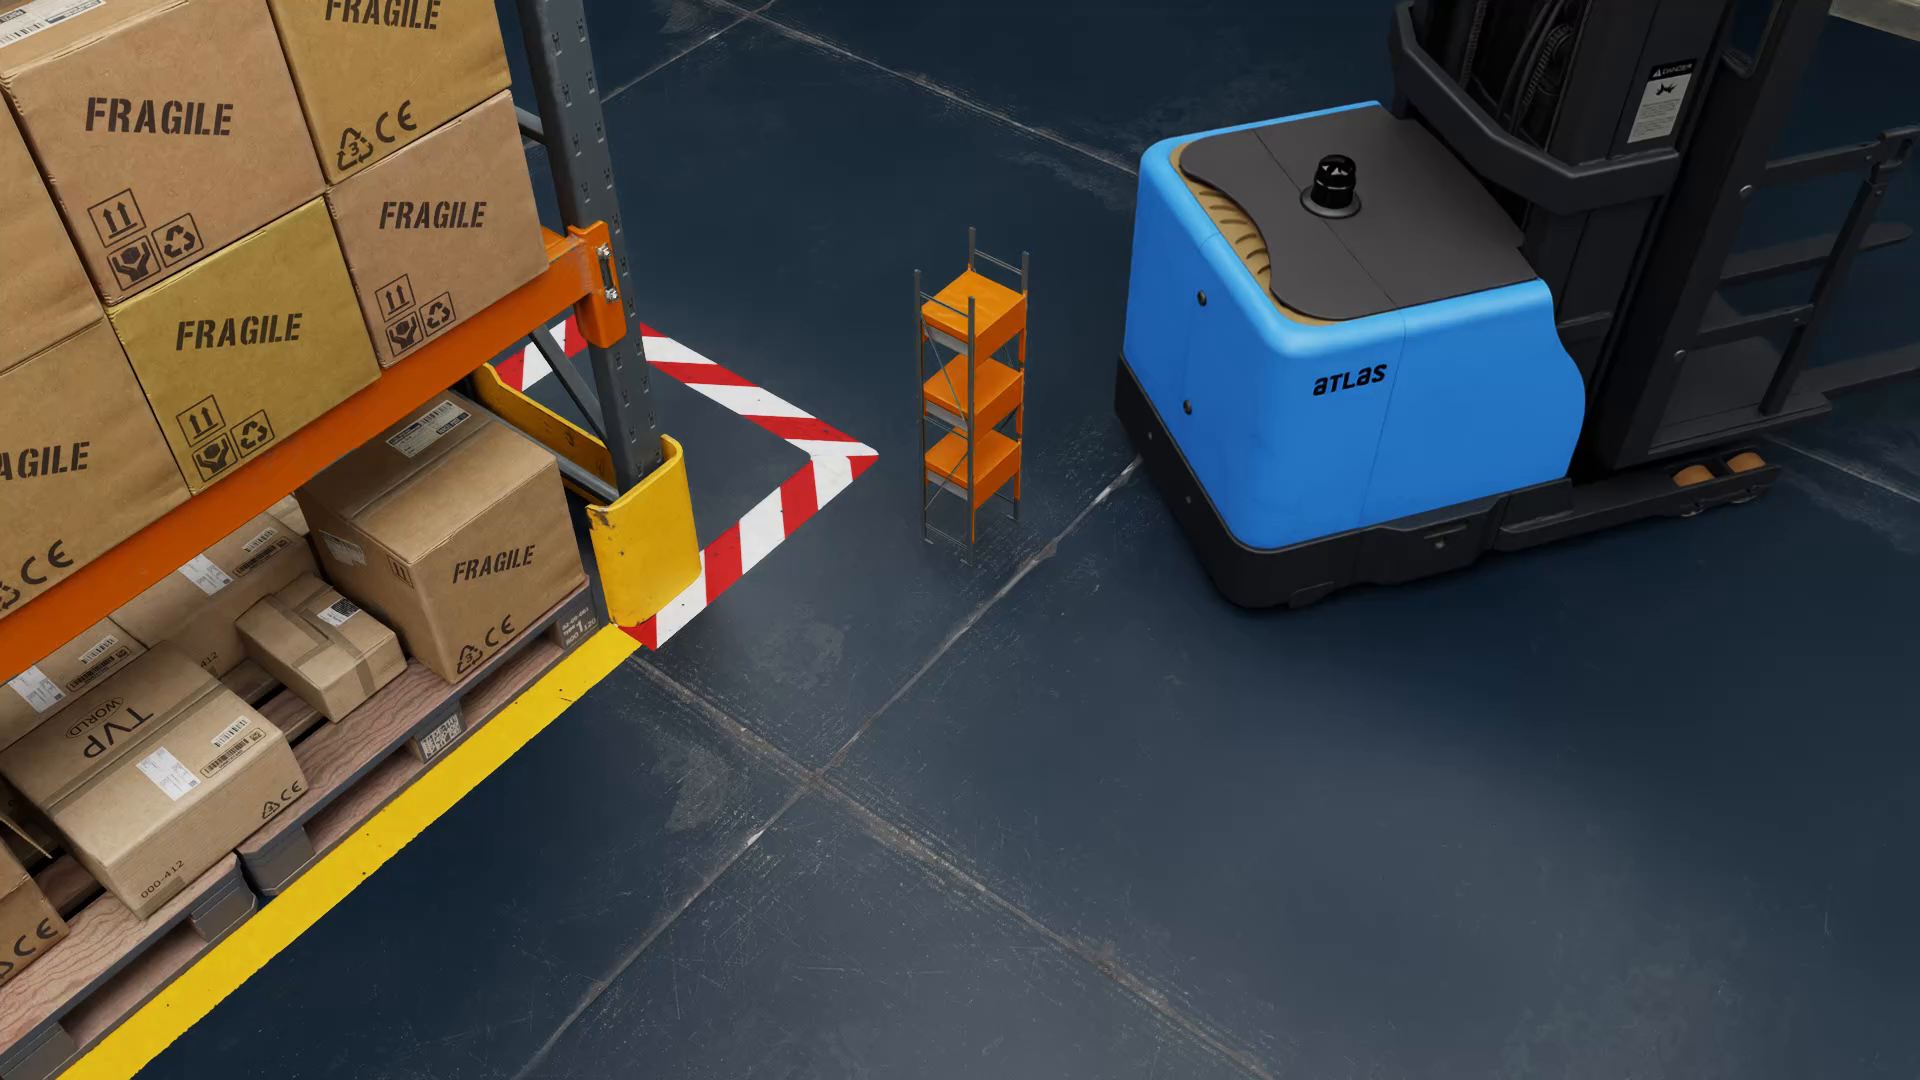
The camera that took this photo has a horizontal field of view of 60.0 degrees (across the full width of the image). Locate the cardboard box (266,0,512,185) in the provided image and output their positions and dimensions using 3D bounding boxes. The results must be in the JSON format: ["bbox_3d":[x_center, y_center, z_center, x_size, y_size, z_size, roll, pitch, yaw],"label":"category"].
[{"bbox_3d":[-1.351,-1.158,3.521,0.500,0.500,0.500,29,53,25],"label":"cardboard box"}]

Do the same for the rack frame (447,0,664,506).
[{"bbox_3d":[-1.296,-1.154,4.278,1.000,3.000,0.127,29,53,25],"label":"rack frame"}]

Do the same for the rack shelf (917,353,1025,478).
[{"bbox_3d":[0.033,-0.386,4.907,0.215,0.259,0.240,29,53,25],"label":"rack shelf"}]

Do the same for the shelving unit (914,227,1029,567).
[{"bbox_3d":[0.033,-0.393,4.900,0.215,1.050,0.252,29,53,25],"label":"shelving unit"}]

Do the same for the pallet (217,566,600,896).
[{"bbox_3d":[-1.830,0.309,4.809,1.003,0.211,1.213,29,53,25],"label":"pallet"}]

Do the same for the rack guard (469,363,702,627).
[{"bbox_3d":[-1.343,-0.247,5.141,1.175,0.500,0.348,29,53,25],"label":"rack guard"}]

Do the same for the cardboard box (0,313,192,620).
[{"bbox_3d":[-1.979,-0.231,3.327,0.500,0.500,0.500,30,53,25],"label":"cardboard box"}]

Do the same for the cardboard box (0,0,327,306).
[{"bbox_3d":[-1.659,-0.869,3.245,0.500,0.500,0.500,31,54,26],"label":"cardboard box"}]

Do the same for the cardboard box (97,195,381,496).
[{"bbox_3d":[-1.669,-0.514,3.597,0.500,0.500,0.500,30,53,25],"label":"cardboard box"}]

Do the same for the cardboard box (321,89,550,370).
[{"bbox_3d":[-1.355,-0.812,3.882,0.500,0.500,0.500,31,54,26],"label":"cardboard box"}]

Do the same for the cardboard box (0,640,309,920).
[{"bbox_3d":[-2.038,0.594,4.206,0.500,0.250,0.500,29,53,25],"label":"cardboard box"}]

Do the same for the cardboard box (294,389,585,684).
[{"bbox_3d":[-1.434,-0.023,4.622,0.500,0.500,0.500,29,53,25],"label":"cardboard box"}]

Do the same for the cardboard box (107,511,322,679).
[{"bbox_3d":[-2.159,0.115,4.663,0.500,0.250,0.500,29,53,25],"label":"cardboard box"}]

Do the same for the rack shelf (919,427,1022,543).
[{"bbox_3d":[0.033,-0.194,5.108,0.215,0.259,0.240,29,53,25],"label":"rack shelf"}]

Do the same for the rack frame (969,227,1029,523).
[{"bbox_3d":[0.107,-0.463,4.966,0.200,1.050,0.008,29,53,25],"label":"rack frame"}]

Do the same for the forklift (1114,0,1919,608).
[{"bbox_3d":[2.091,-1.440,4.598,3.031,2.935,1.130,-13,48,-12],"label":"forklift"}]

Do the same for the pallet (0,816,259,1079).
[{"bbox_3d":[-2.576,1.004,4.145,1.003,0.211,1.213,29,53,25],"label":"pallet"}]

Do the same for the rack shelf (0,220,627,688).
[{"bbox_3d":[-2.519,0.239,3.445,1.077,0.370,4.000,29,53,25],"label":"rack shelf"}]

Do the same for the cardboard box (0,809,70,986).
[{"bbox_3d":[-2.597,0.768,3.865,0.797,0.503,0.637,29,53,25],"label":"cardboard box"}]

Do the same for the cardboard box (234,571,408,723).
[{"bbox_3d":[-1.753,0.284,4.559,0.380,0.166,0.250,29,53,25],"label":"cardboard box"}]

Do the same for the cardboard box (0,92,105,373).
[{"bbox_3d":[-1.972,-0.570,2.959,0.500,0.500,0.500,31,54,26],"label":"cardboard box"}]

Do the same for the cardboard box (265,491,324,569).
[{"bbox_3d":[-1.977,-0.097,4.923,0.380,0.166,0.250,29,53,25],"label":"cardboard box"}]

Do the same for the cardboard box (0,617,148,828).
[{"bbox_3d":[-2.465,0.401,4.389,0.500,0.250,0.500,29,53,25],"label":"cardboard box"}]

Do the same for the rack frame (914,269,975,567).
[{"bbox_3d":[-0.042,-0.323,4.833,0.200,1.050,0.008,29,53,25],"label":"rack frame"}]

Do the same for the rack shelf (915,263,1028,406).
[{"bbox_3d":[0.033,-0.582,4.702,0.215,0.259,0.240,29,53,25],"label":"rack shelf"}]
